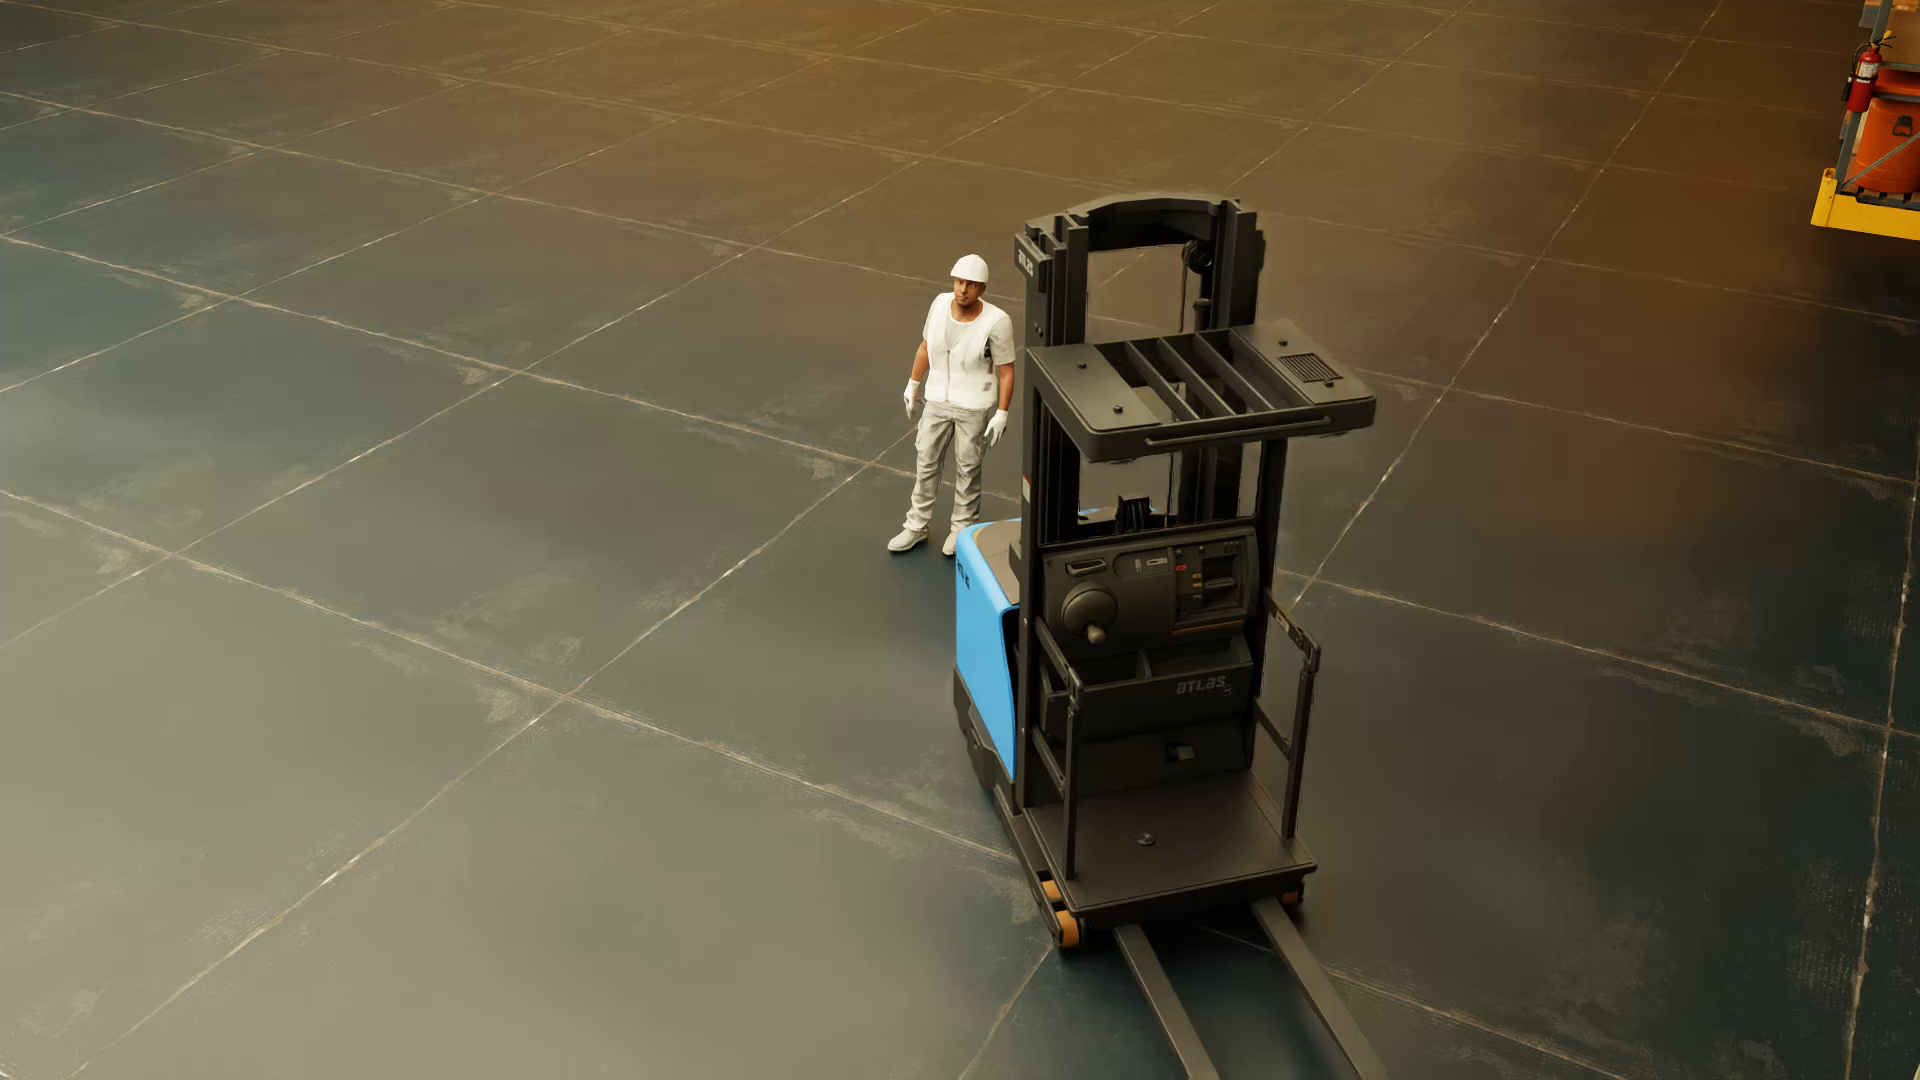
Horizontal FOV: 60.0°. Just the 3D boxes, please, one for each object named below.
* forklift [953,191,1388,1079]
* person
[{"bbox_3d":[0.850,0.238,6.658,1.130,2.935,3.031,-8,31,-13],"label":"forklift"},{"bbox_3d":[-0.042,-0.747,9.504,0.656,1.776,0.577,15,33,25],"label":"person"}]
